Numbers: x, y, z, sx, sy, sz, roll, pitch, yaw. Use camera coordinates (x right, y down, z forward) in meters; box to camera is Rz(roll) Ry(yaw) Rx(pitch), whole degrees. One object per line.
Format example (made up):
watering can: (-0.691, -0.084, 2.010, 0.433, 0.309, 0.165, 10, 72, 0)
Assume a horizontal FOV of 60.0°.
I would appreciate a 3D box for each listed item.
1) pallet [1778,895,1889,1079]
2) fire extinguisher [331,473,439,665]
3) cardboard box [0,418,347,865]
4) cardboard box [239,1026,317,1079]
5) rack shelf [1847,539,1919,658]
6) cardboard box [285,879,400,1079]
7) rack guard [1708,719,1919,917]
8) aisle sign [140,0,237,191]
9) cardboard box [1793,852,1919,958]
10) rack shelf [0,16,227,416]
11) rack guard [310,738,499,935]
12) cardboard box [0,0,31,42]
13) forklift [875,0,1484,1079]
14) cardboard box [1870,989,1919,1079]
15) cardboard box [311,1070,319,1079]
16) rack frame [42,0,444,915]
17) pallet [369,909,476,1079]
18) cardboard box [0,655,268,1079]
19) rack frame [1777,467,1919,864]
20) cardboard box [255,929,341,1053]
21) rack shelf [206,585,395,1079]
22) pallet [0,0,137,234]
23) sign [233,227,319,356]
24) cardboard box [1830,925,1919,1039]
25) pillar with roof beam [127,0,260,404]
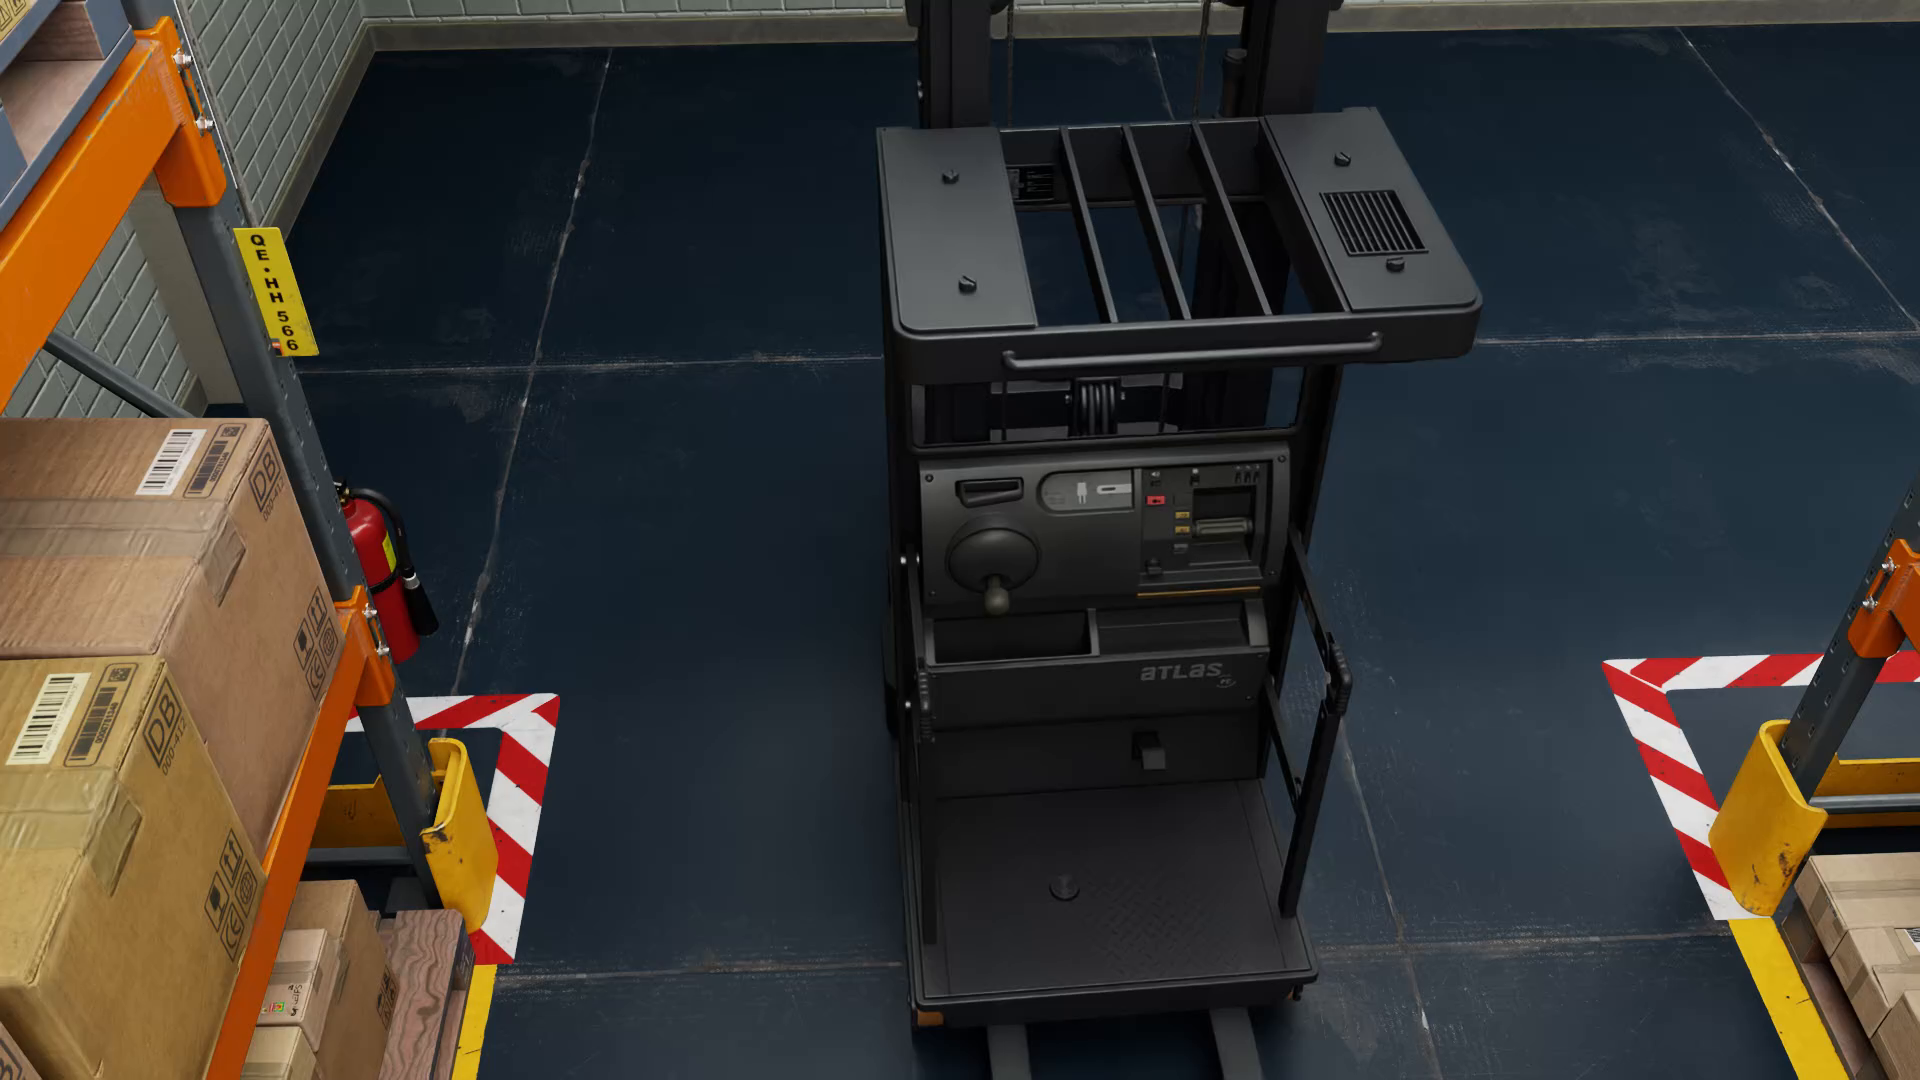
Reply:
pallet: (2.974, 1.464, 4.497, 1.003, 0.211, 1.213, -2, 43, -2)
fire extinguisher: (-1.559, 0.042, 4.317, 0.296, 0.674, 0.183, -2, 43, -2)
cardboard box: (-1.982, 0.225, 3.563, 0.980, 0.700, 0.700, 0, 43, 0)
cardboard box: (-1.685, 1.242, 3.734, 0.380, 0.149, 0.250, -1, 43, -1)
rack shelf: (3.021, 1.462, 2.968, 1.077, 0.370, 4.000, -2, 43, -2)
cardboard box: (-1.884, 1.228, 4.230, 0.700, 0.500, 0.500, -2, 43, -2)
rack guard: (2.939, 0.819, 4.986, 1.175, 0.500, 0.348, -2, 43, -2)
aisle sign: (-1.717, -1.024, 3.224, 0.394, 0.787, 0.004, -2, 43, -2)
cardboard box: (2.610, 1.028, 4.693, 0.380, 0.149, 0.250, -2, 43, -2)
rack shelf: (-1.928, 0.501, 1.796, 1.077, 0.370, 4.000, -2, 43, -2)
rack guard: (-2.014, 0.896, 4.902, 1.175, 0.500, 0.348, -2, 43, -2)
cardboard box: (-1.717, -0.764, 2.370, 0.500, 0.250, 0.500, 0, 43, 0)
forklift: (0.385, 0.059, 4.017, 1.130, 2.935, 3.031, -3, 43, -4)
cardboard box: (2.697, 1.411, 4.200, 0.500, 0.250, 0.500, -2, 43, -2)
cardboard box: (-1.862, 1.565, 3.862, 0.700, 0.500, 0.500, -2, 43, -2)
rack frame: (-2.013, -0.009, 4.040, 1.000, 3.000, 0.127, -2, 43, -2)
pallet: (-1.901, 1.557, 4.396, 1.003, 0.211, 1.213, -2, 43, -2)
cardboard box: (-1.940, 0.715, 3.028, 0.980, 0.700, 0.700, -2, 43, -2)
rack frame: (2.936, -0.154, 4.198, 1.000, 3.000, 0.127, -2, 43, -2)
cardboard box: (-1.696, 1.070, 3.922, 0.380, 0.149, 0.250, -2, 43, -2)
rack shelf: (-1.928, 1.607, 2.810, 1.077, 0.370, 4.000, -2, 43, -2)
pallet: (-1.971, -0.581, 2.510, 1.003, 0.211, 1.213, -2, 43, -2)
sign: (-1.471, -0.529, 3.575, 0.100, 0.325, 0.005, -2, 43, -2)
cardboard box: (2.621, 1.190, 4.503, 0.380, 0.166, 0.250, -2, 43, -2)
pillar with roof beam: (1.309, -4.142, 4.109, 9.100, 9.000, 0.400, -2, 43, -2)
